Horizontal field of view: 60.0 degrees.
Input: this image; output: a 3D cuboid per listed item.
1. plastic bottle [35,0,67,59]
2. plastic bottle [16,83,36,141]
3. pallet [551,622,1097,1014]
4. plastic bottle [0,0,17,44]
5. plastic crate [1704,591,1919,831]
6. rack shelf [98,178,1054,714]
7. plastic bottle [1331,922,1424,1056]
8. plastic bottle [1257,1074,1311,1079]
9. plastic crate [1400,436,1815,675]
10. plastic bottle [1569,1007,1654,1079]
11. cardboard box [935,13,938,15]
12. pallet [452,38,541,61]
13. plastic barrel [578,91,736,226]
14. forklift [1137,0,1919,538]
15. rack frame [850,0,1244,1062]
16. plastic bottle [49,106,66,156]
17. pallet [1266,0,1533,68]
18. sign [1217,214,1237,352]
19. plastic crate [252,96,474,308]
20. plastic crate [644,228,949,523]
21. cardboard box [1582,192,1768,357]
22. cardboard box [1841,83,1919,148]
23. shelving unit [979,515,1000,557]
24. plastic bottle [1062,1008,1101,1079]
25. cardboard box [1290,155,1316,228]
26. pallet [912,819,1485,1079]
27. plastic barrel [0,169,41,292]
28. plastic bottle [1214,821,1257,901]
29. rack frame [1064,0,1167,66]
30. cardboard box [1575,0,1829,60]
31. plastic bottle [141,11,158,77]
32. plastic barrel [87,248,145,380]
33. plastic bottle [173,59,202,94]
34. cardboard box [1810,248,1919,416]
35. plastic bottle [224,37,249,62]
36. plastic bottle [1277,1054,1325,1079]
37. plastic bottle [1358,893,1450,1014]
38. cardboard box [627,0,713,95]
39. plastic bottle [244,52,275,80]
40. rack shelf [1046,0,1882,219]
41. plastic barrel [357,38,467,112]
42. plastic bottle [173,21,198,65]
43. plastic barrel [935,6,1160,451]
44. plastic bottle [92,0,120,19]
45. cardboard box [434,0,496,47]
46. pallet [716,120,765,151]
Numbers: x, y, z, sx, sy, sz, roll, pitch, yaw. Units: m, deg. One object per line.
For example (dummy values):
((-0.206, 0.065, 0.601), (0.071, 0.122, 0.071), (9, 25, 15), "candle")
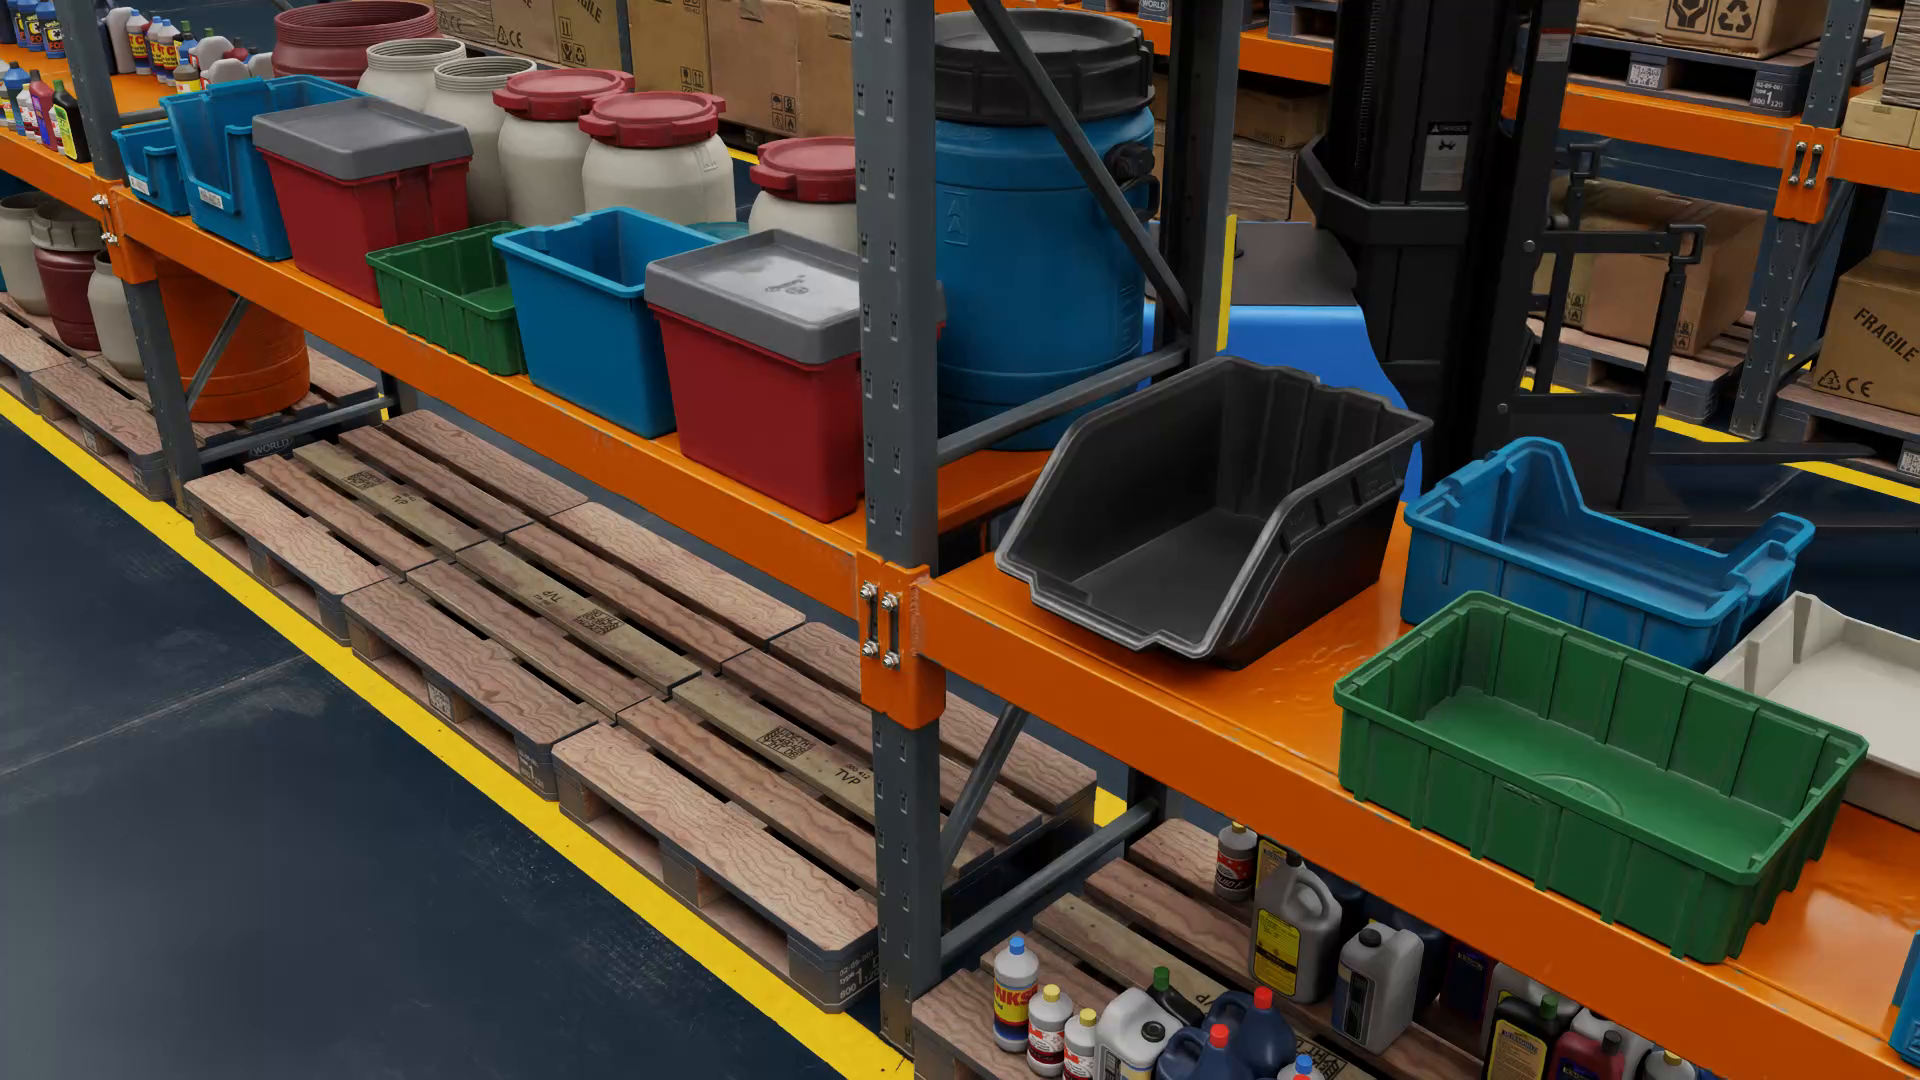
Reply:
((-4.187, -2.364, 7.660), (0.097, 0.271, 0.097), (0, 28, 0), "plastic bottle")
((-3.541, -1.641, 6.361), (0.097, 0.201, 0.097), (0, 28, 0), "plastic bottle")
((-0.385, 0.708, 4.676), (1.213, 0.211, 1.003), (25, 36, 38), "pallet")
((-4.587, -2.571, 7.970), (0.185, 0.351, 0.144), (25, 36, 38), "plastic bottle")
((1.538, 0.280, 2.778), (0.437, 0.136, 0.530), (25, 36, 38), "plastic crate")
((-1.224, -0.617, 4.973), (4.000, 0.370, 1.077), (25, 36, 38), "rack shelf")
((0.914, 0.963, 3.650), (0.135, 0.276, 0.152), (25, 36, 38), "plastic bottle")
((0.621, 1.158, 3.198), (0.185, 0.351, 0.144), (23, 35, 36), "plastic bottle")
((1.182, 0.054, 3.083), (0.616, 0.251, 0.499), (25, 36, 38), "plastic crate")
((1.344, 1.065, 3.455), (0.152, 0.276, 0.135), (-25, 36, -38), "plastic bottle")
((0.345, -2.709, 10.010), (0.875, 0.875, 1.225), (23, 35, 36), "cardboard box")
((-3.391, -3.974, 13.582), (1.213, 0.211, 1.003), (25, 36, 38), "pallet")
((-0.849, -0.967, 4.720), (0.433, 0.535, 0.433), (0, 28, 0), "plastic barrel")
((2.015, -1.313, 5.597), (3.031, 2.935, 1.130), (0, 28, 0), "forklift")
((0.202, -0.282, 3.564), (0.127, 3.000, 1.000), (25, 36, 38), "rack frame")
((-3.307, -1.534, 6.157), (0.097, 0.201, 0.097), (0, 28, 0), "plastic bottle")
((2.263, -2.514, 8.014), (1.213, 0.211, 1.003), (25, 36, 38), "pallet")
((0.596, -0.584, 3.840), (0.005, 0.325, 0.100), (25, 36, 38), "sign")
((-1.712, -0.987, 4.835), (0.583, 0.464, 0.402), (25, 36, 38), "plastic crate")
((-0.358, -0.367, 3.657), (0.583, 0.464, 0.402), (25, 36, 38), "plastic crate")
((3.252, -1.222, 7.564), (0.500, 0.500, 0.700), (21, 34, 35), "cardboard box")
((3.617, -1.645, 6.425), (0.250, 0.149, 0.380), (25, 36, 38), "cardboard box")
((-0.080, -0.505, 6.001), (0.538, 1.125, 1.048), (-24, 36, -38), "shelving unit")
((0.267, 1.077, 3.512), (0.097, 0.201, 0.097), (0, 28, 0), "plastic bottle")
((2.128, -1.748, 8.565), (0.700, 0.500, 0.500), (-22, 35, -35), "cardboard box")
((0.652, 1.185, 3.770), (1.213, 0.211, 1.003), (25, 36, 38), "pallet")
((-4.621, -1.736, 8.131), (0.708, 0.901, 0.600), (25, 36, 38), "plastic barrel")
((0.679, 0.776, 4.084), (0.097, 0.201, 0.097), (0, 28, 0), "plastic bottle")
((0.822, -3.231, 9.172), (0.127, 3.000, 1.000), (25, 36, 38), "rack frame")
((3.206, -2.683, 7.034), (1.000, 1.000, 1.000), (25, 37, 39), "cardboard box")
((-3.524, -2.177, 7.292), (0.133, 0.283, 0.061), (25, 36, 38), "plastic bottle")
((-3.476, -0.981, 7.114), (0.421, 0.512, 0.421), (0, 28, 0), "plastic barrel")
((-3.136, -1.852, 6.762), (0.097, 0.201, 0.097), (0, 28, 0), "plastic bottle")
((3.932, -0.862, 6.901), (0.500, 0.500, 0.500), (23, 36, 37), "cardboard box")
((-2.934, -1.907, 6.779), (0.133, 0.283, 0.061), (25, 36, 38), "plastic bottle")
((0.675, 1.139, 3.320), (0.097, 0.271, 0.097), (0, 28, 0), "plastic bottle")
((1.000, 0.872, 3.741), (0.185, 0.351, 0.144), (22, 35, 36), "plastic bottle")
((-1.560, -3.580, 11.667), (0.875, 0.875, 1.225), (25, 36, 39), "cardboard box")
((-2.732, -1.781, 6.548), (0.135, 0.276, 0.152), (25, 36, 38), "plastic bottle")
((2.249, -2.260, 8.099), (4.000, 0.370, 1.077), (25, 36, 38), "rack shelf")
((-1.767, -1.372, 5.517), (0.421, 0.512, 0.421), (0, 28, 0), "plastic barrel")
((-3.290, -2.069, 7.088), (0.133, 0.283, 0.061), (25, 36, 38), "plastic bottle")
((0.139, -0.731, 3.878), (0.708, 0.901, 0.600), (25, 36, 38), "plastic barrel")
((-3.832, -2.320, 7.492), (0.185, 0.351, 0.144), (25, 36, 38), "plastic bottle")
((-3.721, -4.608, 13.622), (0.875, 0.875, 0.875), (25, 36, 38), "cardboard box")
((-1.427, -3.075, 11.872), (1.213, 0.211, 1.003), (25, 36, 38), "pallet")
